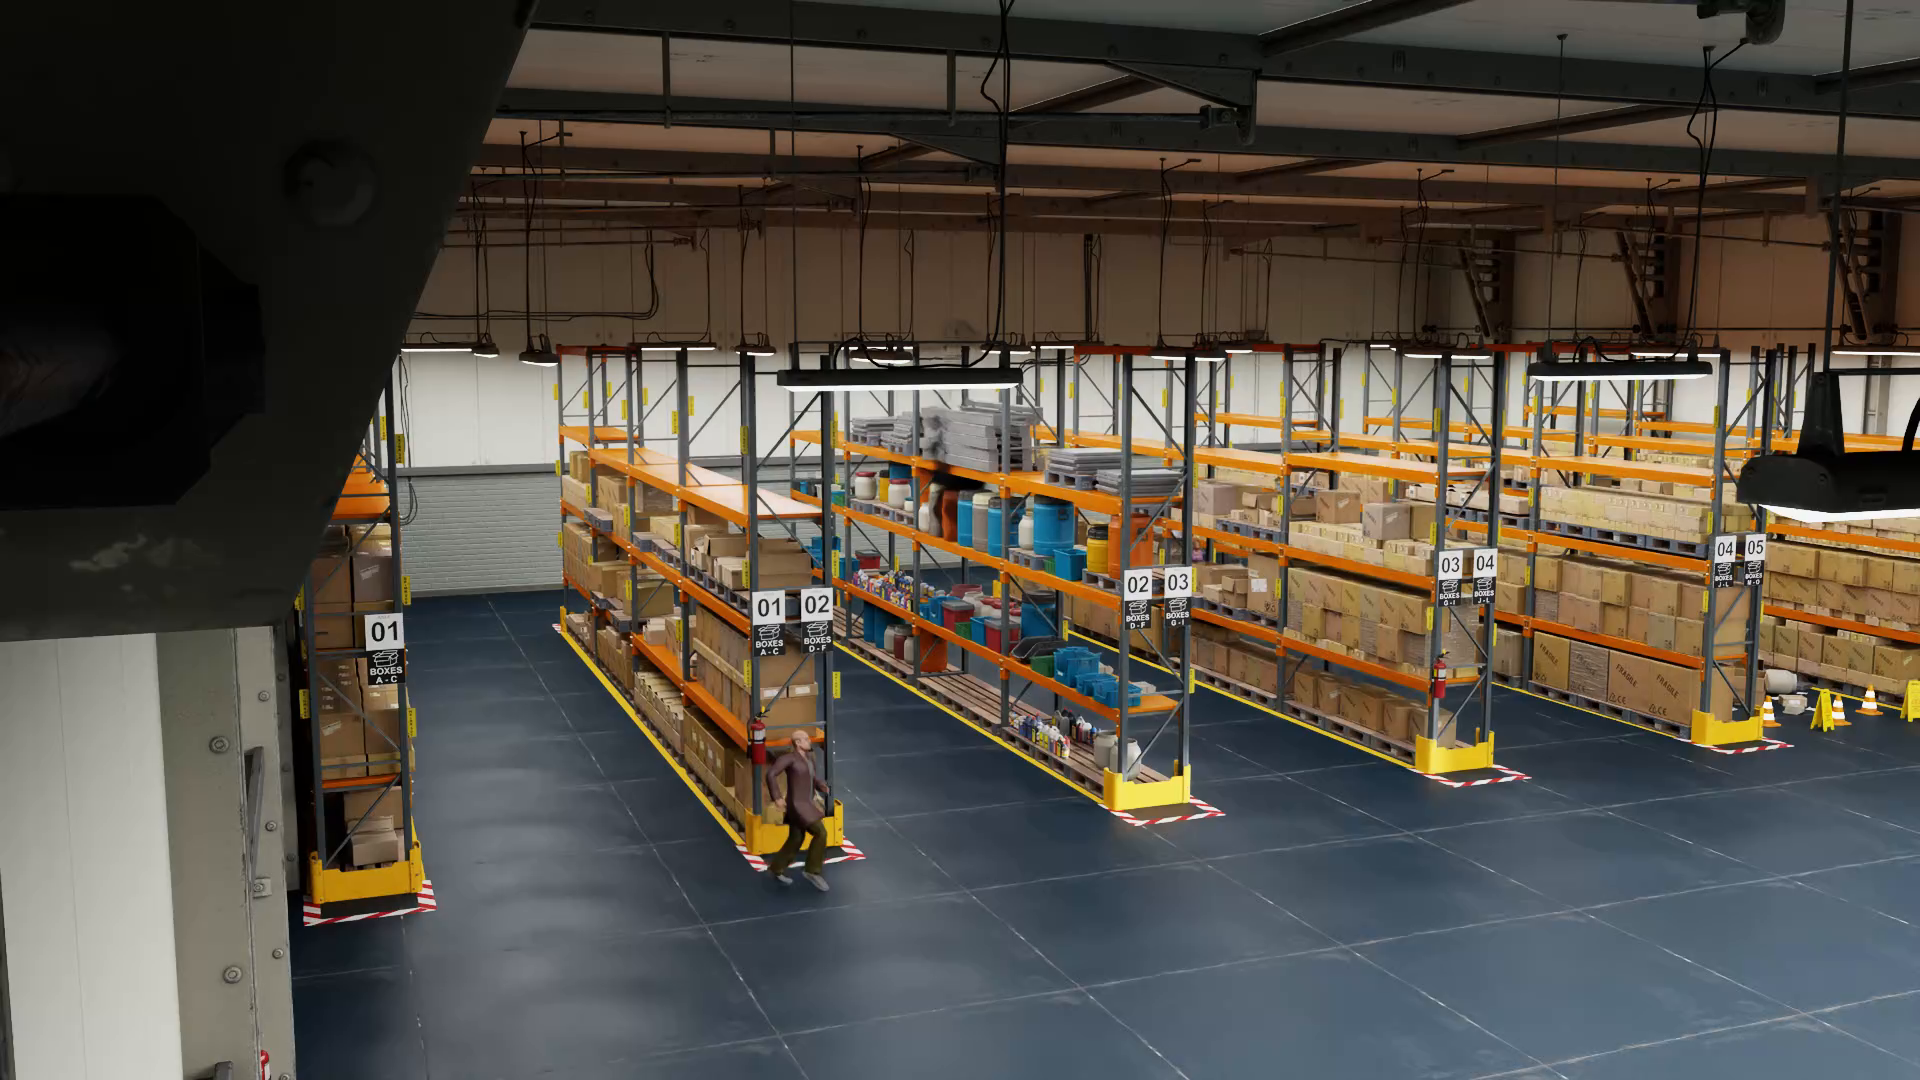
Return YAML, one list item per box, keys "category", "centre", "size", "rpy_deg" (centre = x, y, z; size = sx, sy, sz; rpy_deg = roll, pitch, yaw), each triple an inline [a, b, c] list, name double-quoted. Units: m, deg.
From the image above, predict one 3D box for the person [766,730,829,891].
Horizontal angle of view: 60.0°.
- category: "person"
  centre: [-1.804, 3.053, 18.976]
  size: [0.792, 1.760, 0.686]
  rpy_deg: [2, 7, 14]

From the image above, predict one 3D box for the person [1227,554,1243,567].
- category: "person"
  centre: [6.847, 0.223, 41.339]
  size: [0.505, 1.732, 0.762]
  rpy_deg: [5, 9, 36]

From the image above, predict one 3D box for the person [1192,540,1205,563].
- category: "person"
  centre: [5.358, 0.771, 37.757]
  size: [0.531, 1.557, 0.539]
  rpy_deg: [-4, 8, -26]

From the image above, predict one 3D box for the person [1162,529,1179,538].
- category: "person"
  centre: [5.182, 0.357, 41.095]
  size: [0.622, 1.624, 0.556]
  rpy_deg: [6, 9, 38]
